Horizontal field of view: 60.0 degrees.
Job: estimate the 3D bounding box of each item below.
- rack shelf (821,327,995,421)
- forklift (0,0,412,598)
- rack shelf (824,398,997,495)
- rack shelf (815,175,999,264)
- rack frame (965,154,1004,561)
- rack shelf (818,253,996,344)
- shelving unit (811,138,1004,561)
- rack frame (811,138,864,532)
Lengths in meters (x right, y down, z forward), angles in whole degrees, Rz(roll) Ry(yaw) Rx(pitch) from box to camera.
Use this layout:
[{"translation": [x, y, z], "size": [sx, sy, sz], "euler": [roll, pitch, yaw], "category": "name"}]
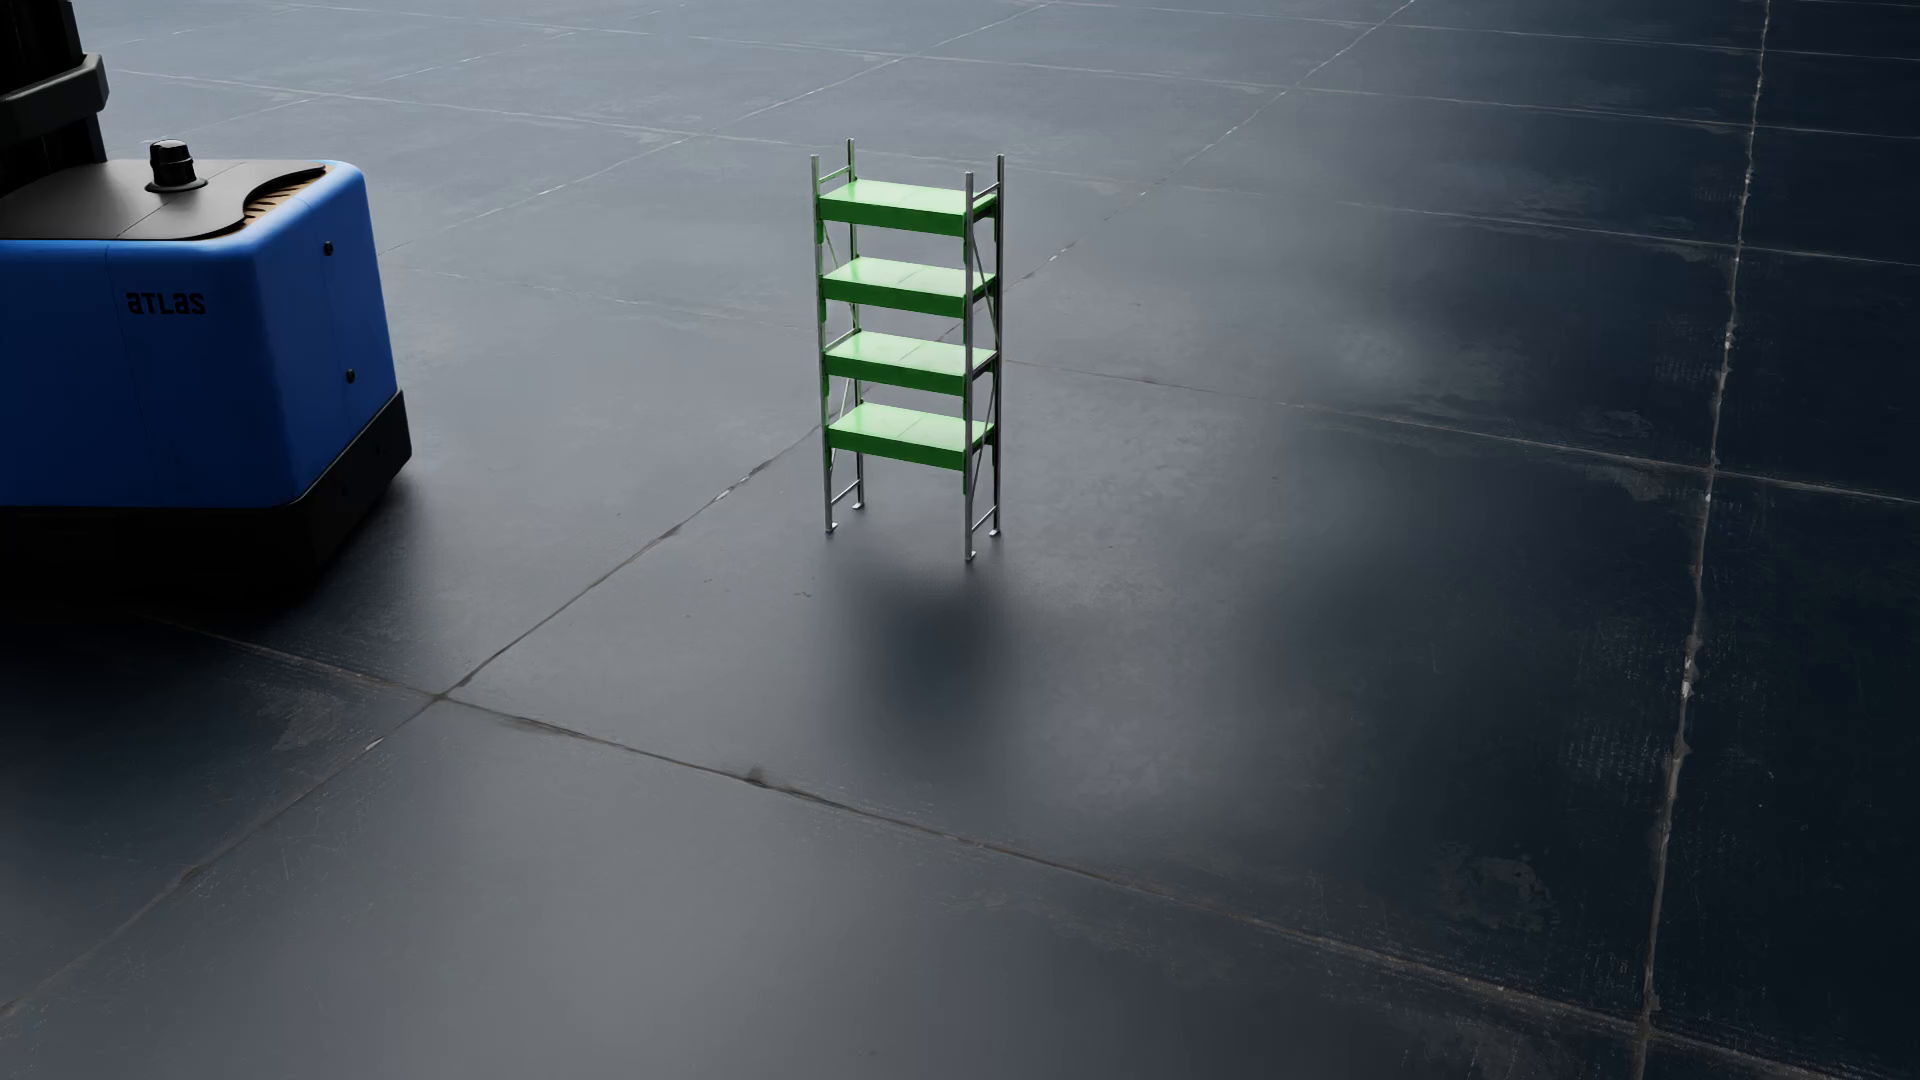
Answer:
[{"translation": [-0.151, -0.511, 5.075], "size": [0.480, 0.148, 0.258], "euler": [11, 28, 22], "category": "rack shelf"}, {"translation": [-3.395, -1.367, 4.708], "size": [3.031, 2.935, 1.130], "euler": [1, 26, 1], "category": "forklift"}, {"translation": [-0.151, -0.296, 5.181], "size": [0.480, 0.148, 0.258], "euler": [11, 28, 22], "category": "rack shelf"}, {"translation": [-0.151, -0.942, 4.863], "size": [0.480, 0.148, 0.258], "euler": [11, 28, 22], "category": "rack shelf"}, {"translation": [0.071, -0.524, 4.956], "size": [0.015, 1.200, 0.240], "euler": [11, 28, 22], "category": "rack frame"}, {"translation": [-0.151, -0.727, 4.969], "size": [0.480, 0.148, 0.258], "euler": [11, 28, 22], "category": "rack shelf"}, {"translation": [-0.151, -0.569, 5.046], "size": [0.503, 1.200, 0.258], "euler": [11, 28, 22], "category": "shelving unit"}, {"translation": [-0.373, -0.613, 5.137], "size": [0.015, 1.200, 0.240], "euler": [11, 28, 22], "category": "rack frame"}]
